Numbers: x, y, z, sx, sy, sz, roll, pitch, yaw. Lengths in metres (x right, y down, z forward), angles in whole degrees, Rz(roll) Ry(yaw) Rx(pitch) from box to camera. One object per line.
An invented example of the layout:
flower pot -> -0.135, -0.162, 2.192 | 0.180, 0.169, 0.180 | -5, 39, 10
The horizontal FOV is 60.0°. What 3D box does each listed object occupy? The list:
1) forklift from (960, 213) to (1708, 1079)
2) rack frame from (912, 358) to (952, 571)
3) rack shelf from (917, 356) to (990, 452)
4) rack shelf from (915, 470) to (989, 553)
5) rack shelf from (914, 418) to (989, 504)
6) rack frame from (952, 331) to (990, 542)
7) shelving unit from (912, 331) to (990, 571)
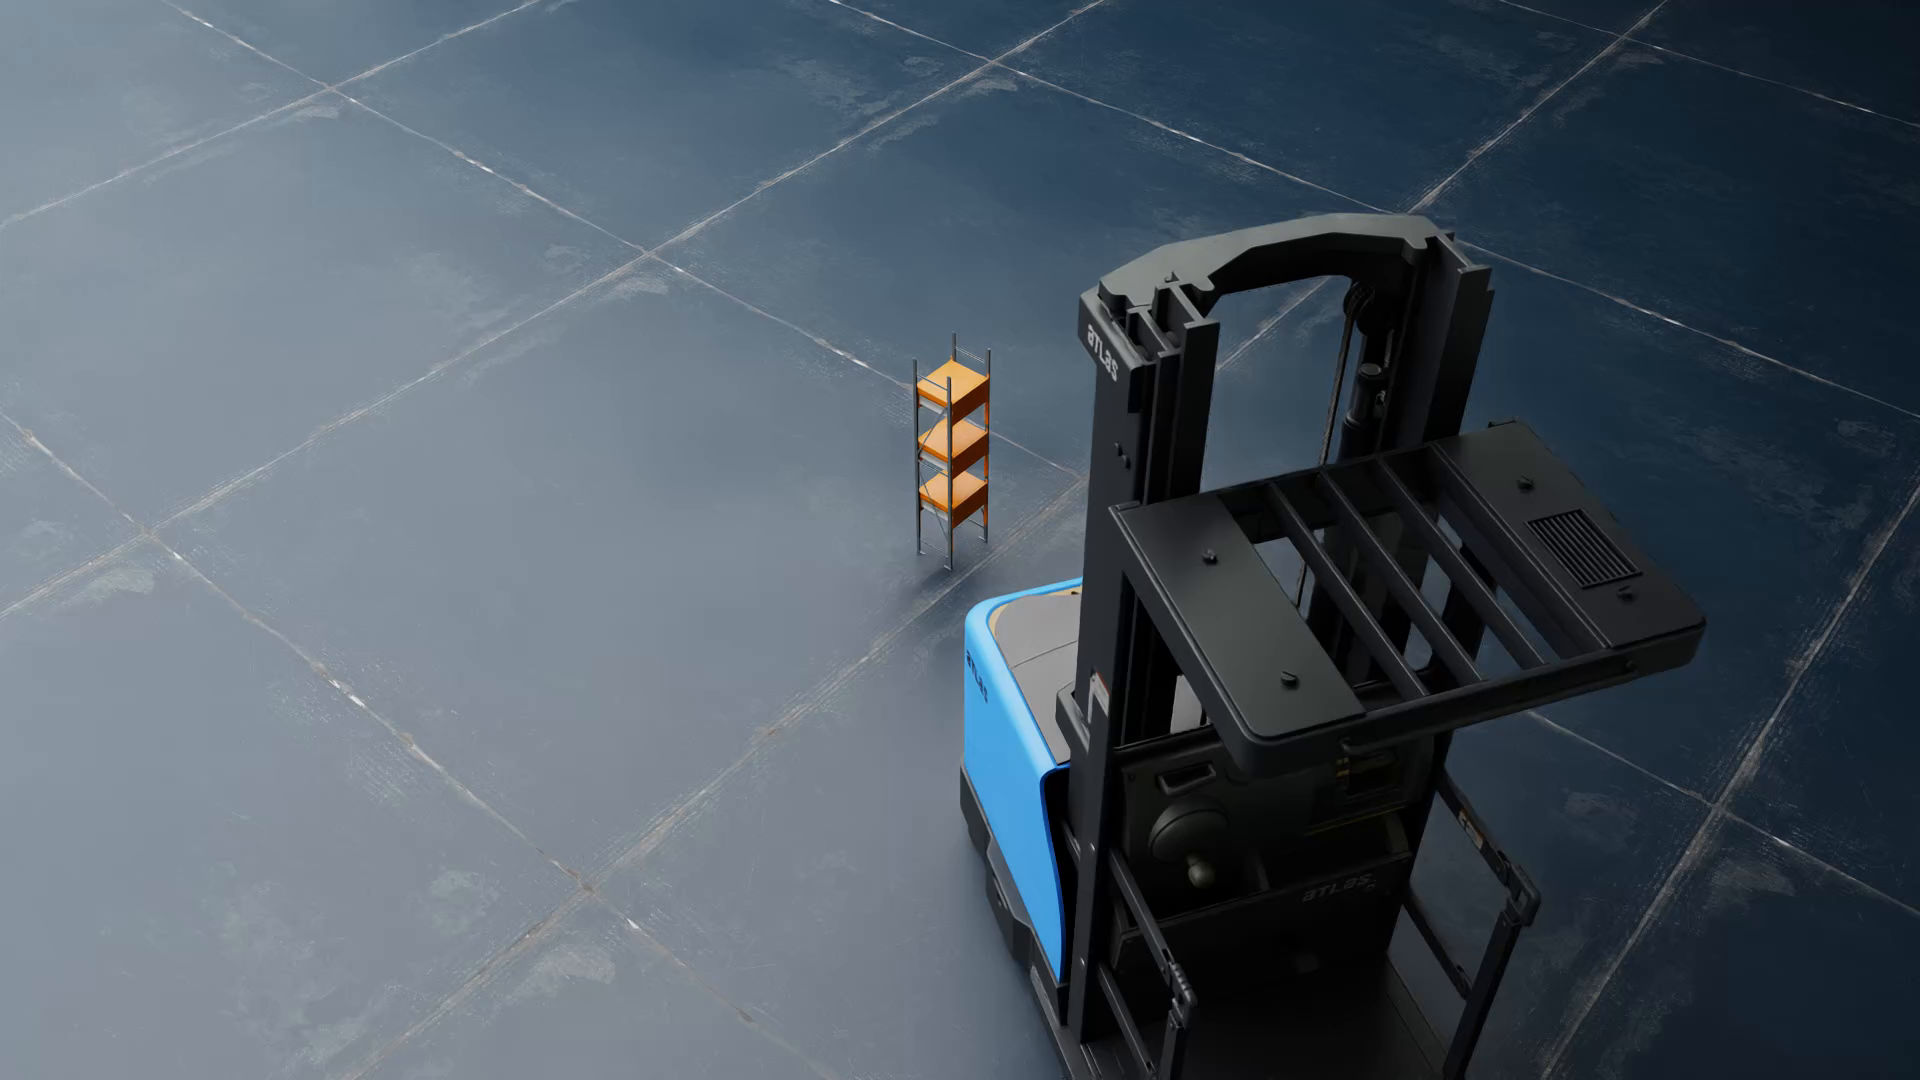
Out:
forklift -> 0.950, 0.763, 4.415 | 1.130, 2.935, 3.031 | -13, 44, -14
rack frame -> -0.113, -0.298, 6.980 | 0.200, 1.050, 0.008 | 29, 50, 28
rack shelf -> -0.034, -0.563, 6.865 | 0.215, 0.259, 0.240 | 29, 50, 28
rack shelf -> -0.034, -0.147, 7.243 | 0.215, 0.259, 0.240 | 29, 50, 28
rack shelf -> -0.034, -0.353, 7.056 | 0.215, 0.259, 0.240 | 29, 50, 28
rack frame -> 0.044, -0.424, 7.118 | 0.200, 1.050, 0.008 | 29, 50, 28
shelving unit -> -0.034, -0.361, 7.049 | 0.215, 1.050, 0.252 | 29, 50, 28
